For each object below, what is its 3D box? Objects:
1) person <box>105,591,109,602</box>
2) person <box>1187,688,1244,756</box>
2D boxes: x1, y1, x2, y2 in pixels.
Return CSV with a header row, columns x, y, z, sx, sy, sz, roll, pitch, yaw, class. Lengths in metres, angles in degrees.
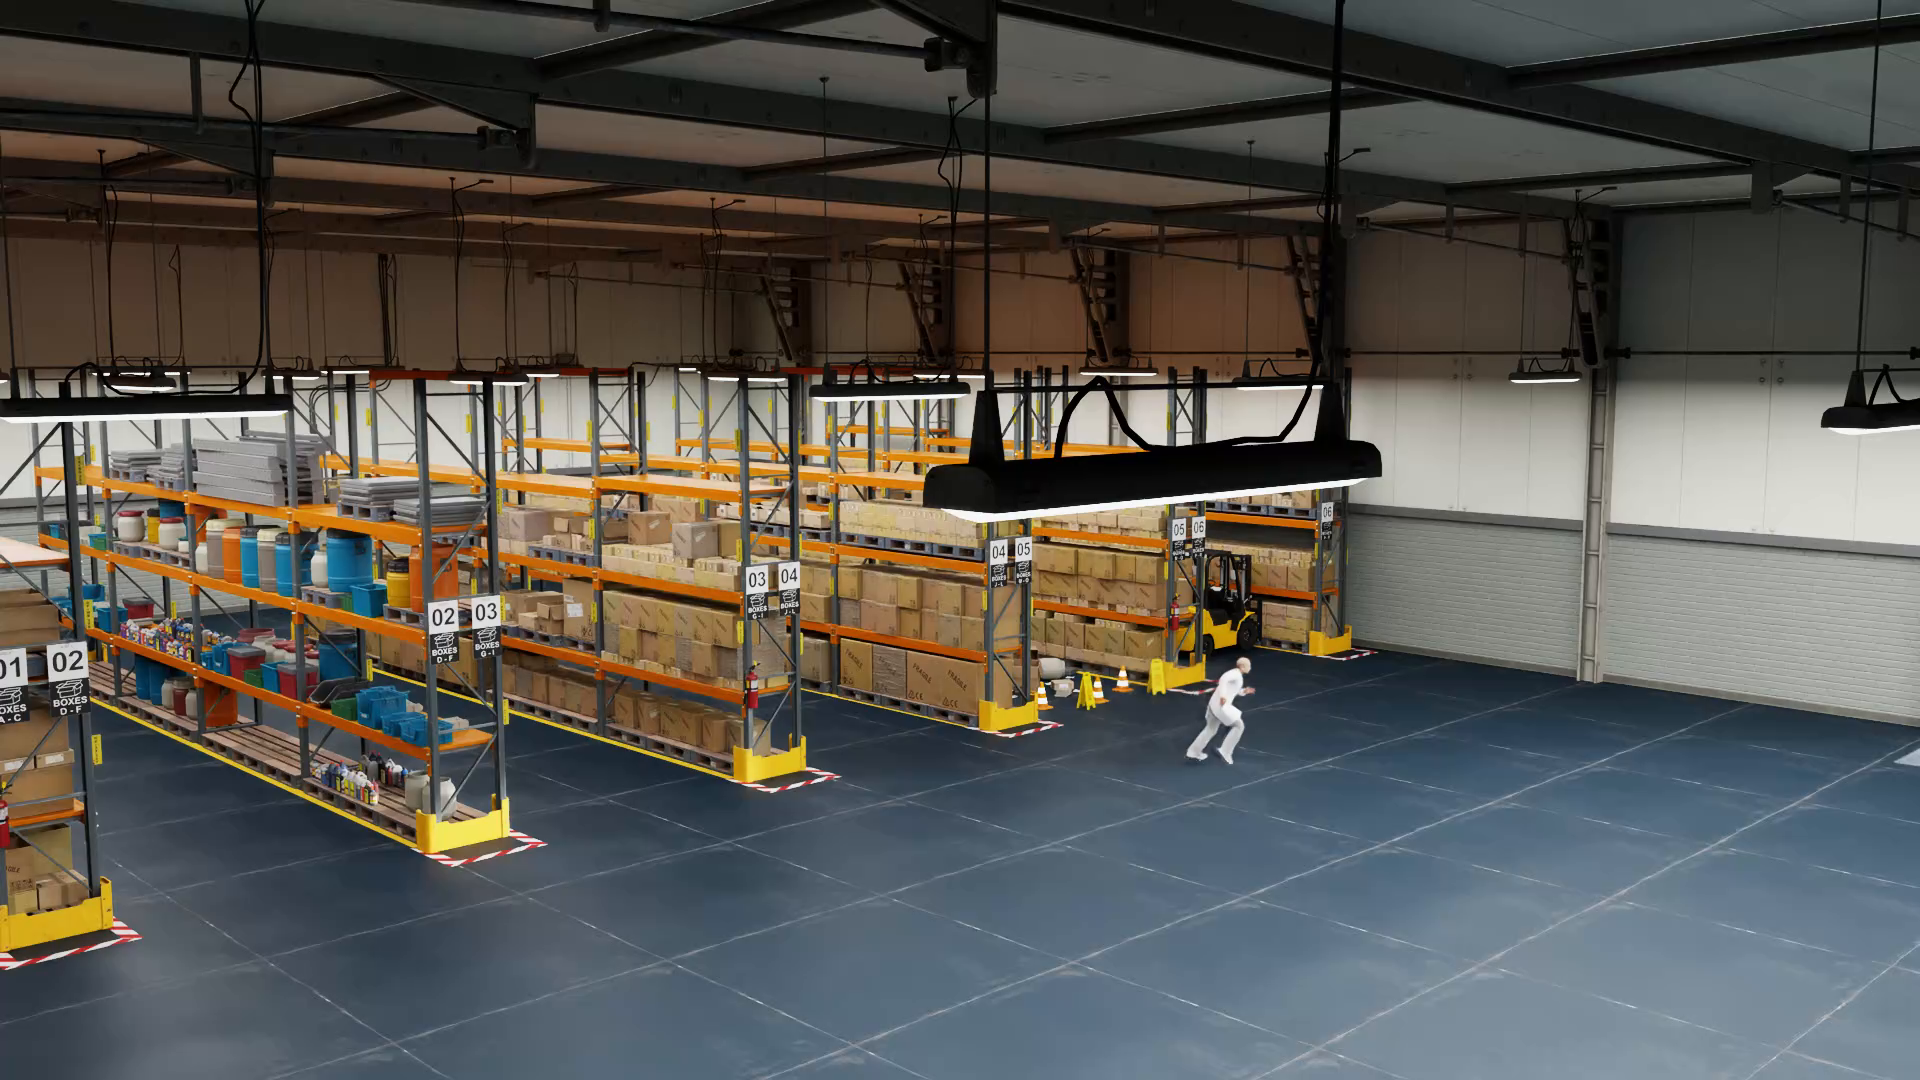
x,y,z,sx,sy,sz,roll,pitch,yaw,class
-18.011,1.419,34.540,0.620,0.722,0.537,-2,7,-17,person
3.938,2.663,25.589,0.851,1.364,0.377,0,6,1,person
